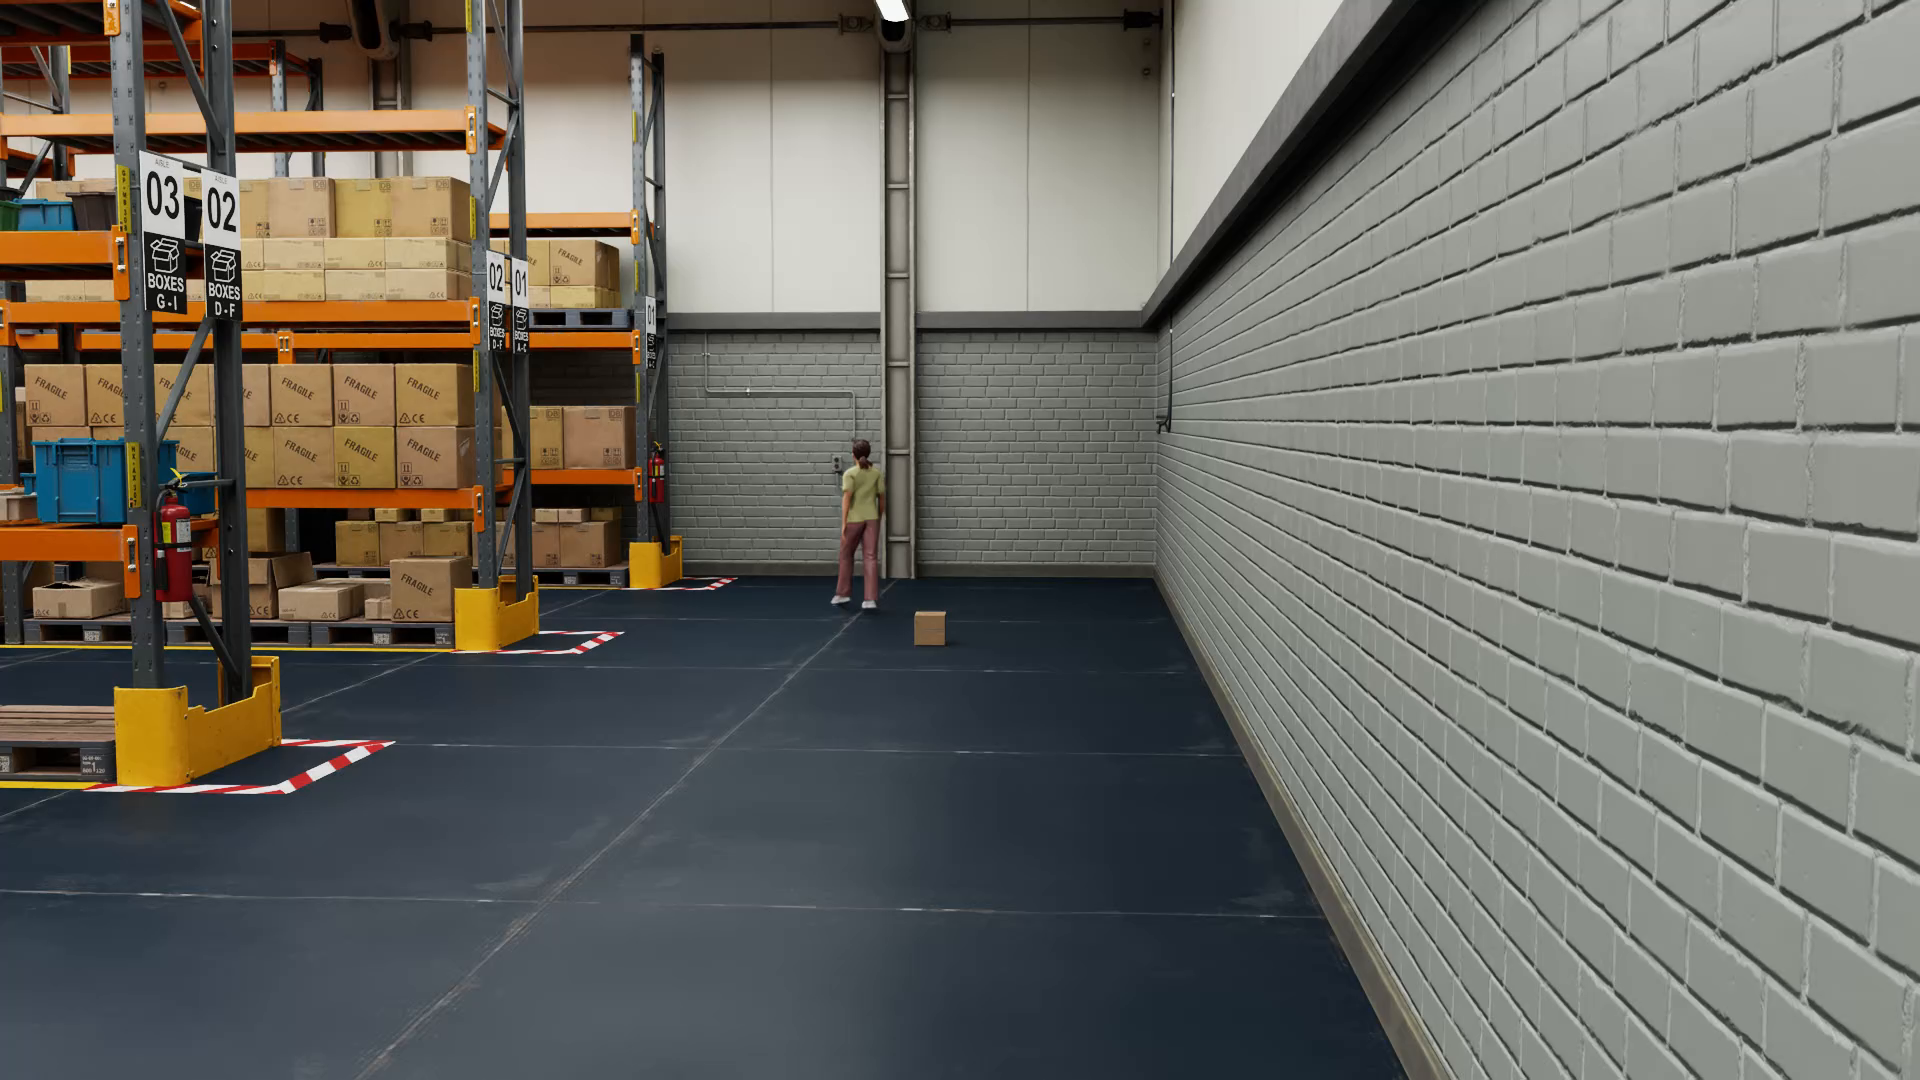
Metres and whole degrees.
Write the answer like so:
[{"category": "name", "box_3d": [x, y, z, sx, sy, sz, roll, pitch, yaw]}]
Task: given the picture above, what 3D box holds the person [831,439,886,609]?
[{"category": "person", "box_3d": [-0.975, -0.159, 16.198, 0.477, 1.631, 0.909, -1, 4, -19]}]
